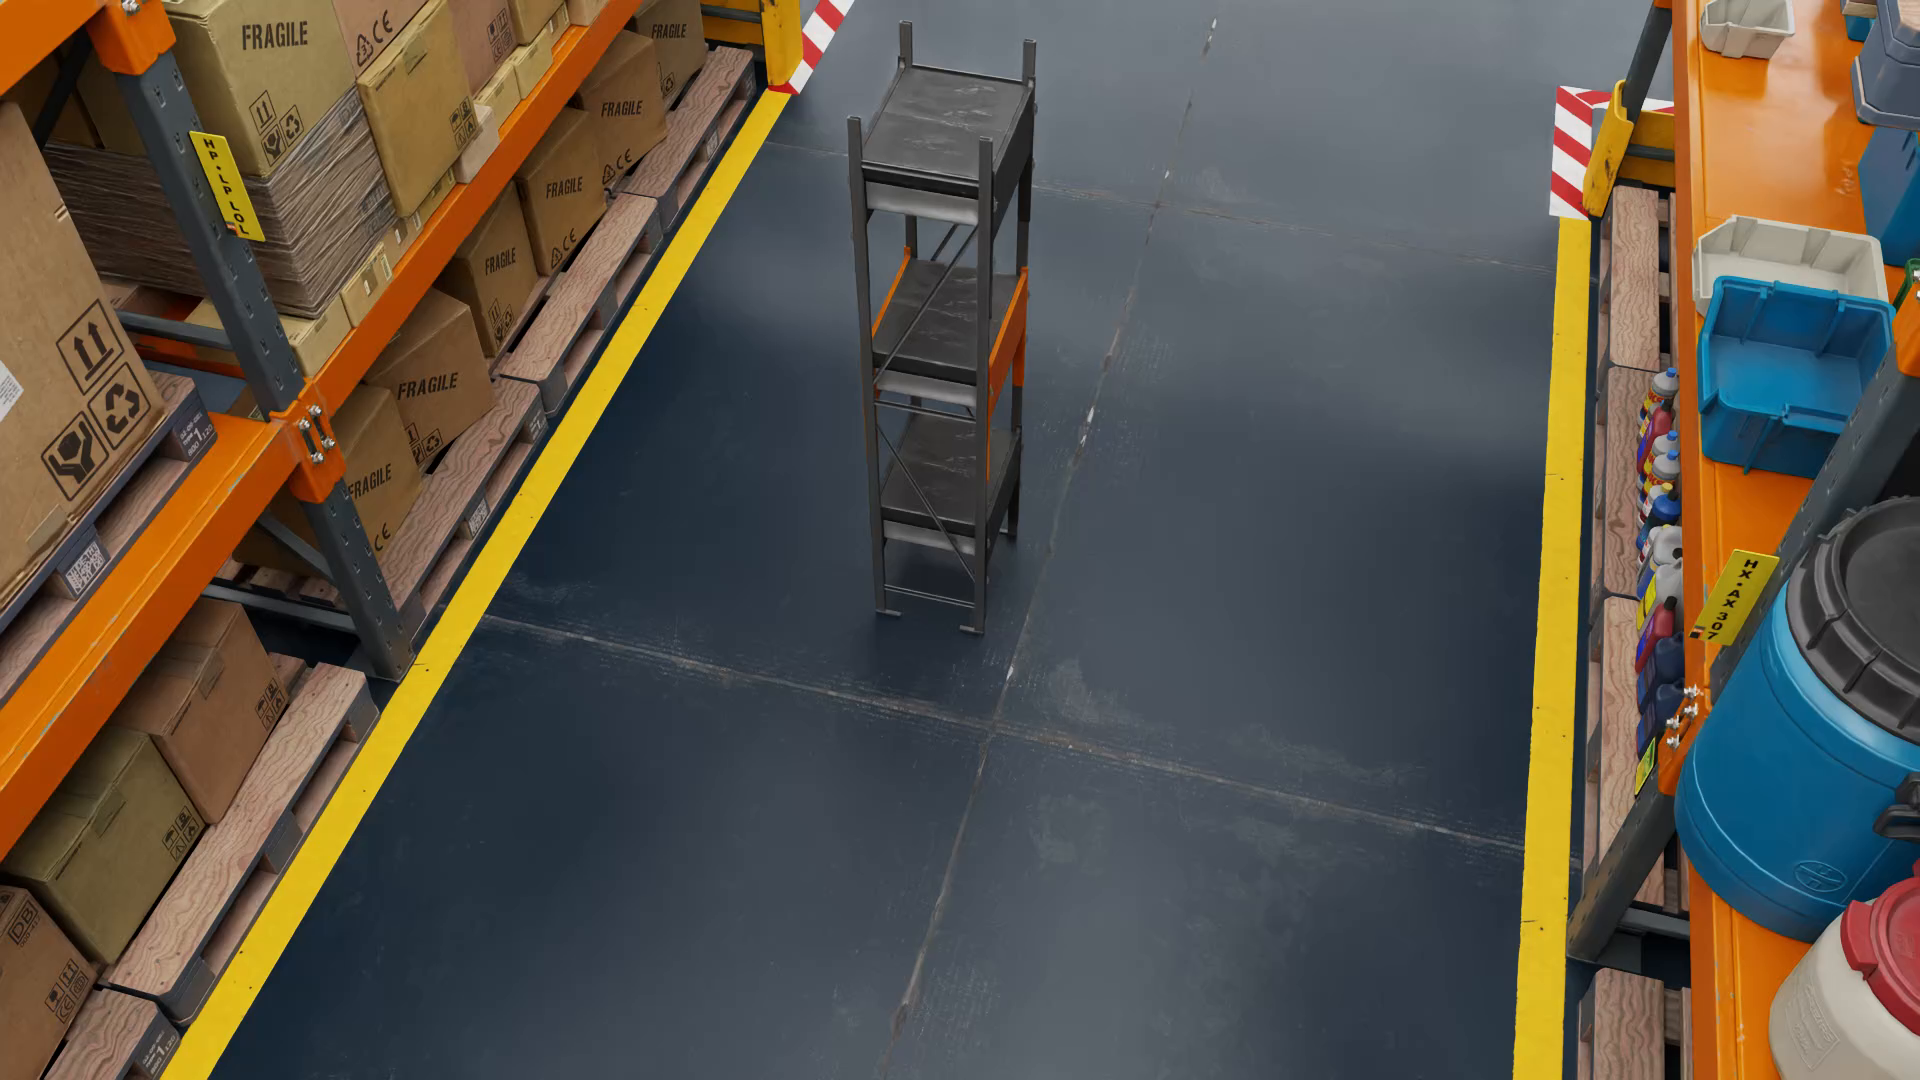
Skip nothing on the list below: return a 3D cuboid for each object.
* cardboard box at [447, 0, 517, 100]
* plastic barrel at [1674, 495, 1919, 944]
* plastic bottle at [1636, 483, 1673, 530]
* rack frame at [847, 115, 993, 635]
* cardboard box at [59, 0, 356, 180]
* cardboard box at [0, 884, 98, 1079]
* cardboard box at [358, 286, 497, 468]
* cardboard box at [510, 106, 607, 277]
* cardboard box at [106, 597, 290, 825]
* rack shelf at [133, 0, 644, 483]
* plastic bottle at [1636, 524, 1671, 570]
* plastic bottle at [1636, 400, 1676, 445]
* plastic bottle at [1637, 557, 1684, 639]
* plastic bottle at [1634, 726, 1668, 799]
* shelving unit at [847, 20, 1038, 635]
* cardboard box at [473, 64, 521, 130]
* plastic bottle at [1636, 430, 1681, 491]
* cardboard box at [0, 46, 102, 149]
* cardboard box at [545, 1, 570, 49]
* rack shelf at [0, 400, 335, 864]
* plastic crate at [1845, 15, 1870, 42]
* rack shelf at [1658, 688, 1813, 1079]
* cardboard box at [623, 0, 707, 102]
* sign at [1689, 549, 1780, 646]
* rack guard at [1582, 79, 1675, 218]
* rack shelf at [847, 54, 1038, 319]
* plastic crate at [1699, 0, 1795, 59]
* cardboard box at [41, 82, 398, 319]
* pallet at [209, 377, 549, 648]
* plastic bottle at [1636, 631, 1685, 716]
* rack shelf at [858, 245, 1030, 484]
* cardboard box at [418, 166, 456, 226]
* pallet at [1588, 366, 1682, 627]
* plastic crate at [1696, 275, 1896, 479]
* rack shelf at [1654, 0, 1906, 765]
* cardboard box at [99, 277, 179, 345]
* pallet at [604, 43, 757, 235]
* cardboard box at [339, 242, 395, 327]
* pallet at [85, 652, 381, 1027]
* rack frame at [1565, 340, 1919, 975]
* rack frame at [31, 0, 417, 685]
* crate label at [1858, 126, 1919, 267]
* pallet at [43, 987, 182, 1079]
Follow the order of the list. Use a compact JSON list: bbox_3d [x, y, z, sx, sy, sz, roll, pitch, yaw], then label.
[{"bbox_3d":[-2.041,-1.811,5.583,0.875,0.500,0.500,12,50,10],"label":"cardboard box"},{"bbox_3d":[1.966,0.401,3.561,0.600,0.901,0.708,12,50,10],"label":"plastic barrel"},{"bbox_3d":[2.492,-0.123,5.931,0.097,0.201,0.097,0,49,0],"label":"plastic bottle"},{"bbox_3d":[-0.108,-0.399,5.201,0.400,2.100,0.015,12,50,10],"label":"rack frame"},{"bbox_3d":[-2.055,-1.368,4.524,0.500,0.500,0.500,12,50,10],"label":"cardboard box"},{"bbox_3d":[-2.892,1.238,4.531,0.700,0.500,0.500,8,49,7],"label":"cardboard box"},{"bbox_3d":[-2.132,-0.639,6.200,0.500,0.500,0.500,27,54,22],"label":"cardboard box"},{"bbox_3d":[-1.854,-1.498,6.959,0.500,0.500,0.500,16,50,14],"label":"cardboard box"},{"bbox_3d":[-2.601,0.492,5.189,0.700,0.500,0.500,8,49,7],"label":"cardboard box"},{"bbox_3d":[-1.892,-1.838,6.352,1.077,0.370,4.000,12,50,10],"label":"rack shelf"},{"bbox_3d":[2.438,0.025,5.800,0.097,0.201,0.097,0,49,0],"label":"plastic bottle"},{"bbox_3d":[2.607,-0.441,6.211,0.097,0.201,0.097,0,49,0],"label":"plastic bottle"},{"bbox_3d":[2.386,0.183,5.561,0.144,0.351,0.185,11,50,10],"label":"plastic bottle"},{"bbox_3d":[2.168,0.688,5.161,0.061,0.283,0.133,14,50,12],"label":"plastic bottle"},{"bbox_3d":[-0.044,-0.575,5.357,0.431,2.100,0.503,12,50,10],"label":"shelving unit"},{"bbox_3d":[-1.767,-1.552,5.787,0.380,0.149,0.250,12,50,10],"label":"cardboard box"},{"bbox_3d":[2.544,-0.291,6.032,0.097,0.271,0.097,0,49,0],"label":"plastic bottle"},{"bbox_3d":[-2.566,-1.472,4.617,0.500,0.500,0.500,12,50,10],"label":"cardboard box"},{"bbox_3d":[-1.668,-1.920,6.112,0.380,0.149,0.250,12,50,10],"label":"cardboard box"},{"bbox_3d":[-2.945,1.055,3.798,1.077,0.370,4.000,12,50,10],"label":"rack shelf"},{"bbox_3d":[3.569,-2.075,6.180,0.499,0.251,0.616,12,50,10],"label":"plastic crate"},{"bbox_3d":[1.833,2.032,2.936,1.077,0.370,4.000,12,50,10],"label":"rack shelf"},{"bbox_3d":[-1.547,-2.387,7.743,0.500,0.500,0.500,20,52,17],"label":"cardboard box"},{"bbox_3d":[1.832,0.139,3.942,0.100,0.325,0.005,12,50,10],"label":"sign"},{"bbox_3d":[3.438,-1.654,7.377,1.175,0.500,0.348,12,50,10],"label":"rack guard"},{"bbox_3d":[-0.044,-1.029,4.842,0.431,0.518,0.480,12,50,10],"label":"rack shelf"},{"bbox_3d":[2.866,-1.875,6.080,0.298,0.136,0.250,12,50,10],"label":"plastic crate"},{"bbox_3d":[-2.241,-1.075,4.933,0.875,0.500,0.500,12,50,10],"label":"cardboard box"},{"bbox_3d":[-2.276,-0.200,6.286,1.003,0.211,1.213,12,50,10],"label":"pallet"},{"bbox_3d":[2.301,0.417,5.355,0.144,0.351,0.185,9,49,8],"label":"plastic bottle"},{"bbox_3d":[-0.044,-0.566,5.367,0.431,0.518,0.480,12,50,10],"label":"rack shelf"},{"bbox_3d":[-1.898,-1.190,5.467,0.380,0.149,0.250,12,50,10],"label":"cardboard box"},{"bbox_3d":[2.896,-0.093,6.191,1.003,0.211,1.213,12,50,10],"label":"pallet"},{"bbox_3d":[2.389,-0.457,4.752,0.499,0.251,0.616,12,50,10],"label":"plastic crate"},{"bbox_3d":[2.886,-0.861,5.489,1.077,0.370,4.000,12,50,10],"label":"rack shelf"},{"bbox_3d":[-2.646,-0.760,5.088,0.380,0.149,0.250,12,50,10],"label":"cardboard box"},{"bbox_3d":[-1.634,-1.965,7.843,1.003,0.211,1.213,12,50,10],"label":"pallet"},{"bbox_3d":[-1.994,-0.821,5.142,0.380,0.149,0.250,12,50,10],"label":"cardboard box"},{"bbox_3d":[-2.622,0.856,5.353,1.003,0.211,1.213,12,50,10],"label":"pallet"},{"bbox_3d":[2.360,0.348,3.943,1.000,3.000,0.127,12,50,10],"label":"rack frame"},{"bbox_3d":[-2.419,-0.630,4.805,1.000,3.000,0.127,12,50,10],"label":"rack frame"},{"bbox_3d":[3.189,-1.173,5.261,0.502,0.435,0.616,12,50,10],"label":"crate label"},{"bbox_3d":[-2.941,1.742,4.572,1.003,0.211,1.213,12,50,10],"label":"pallet"}]
